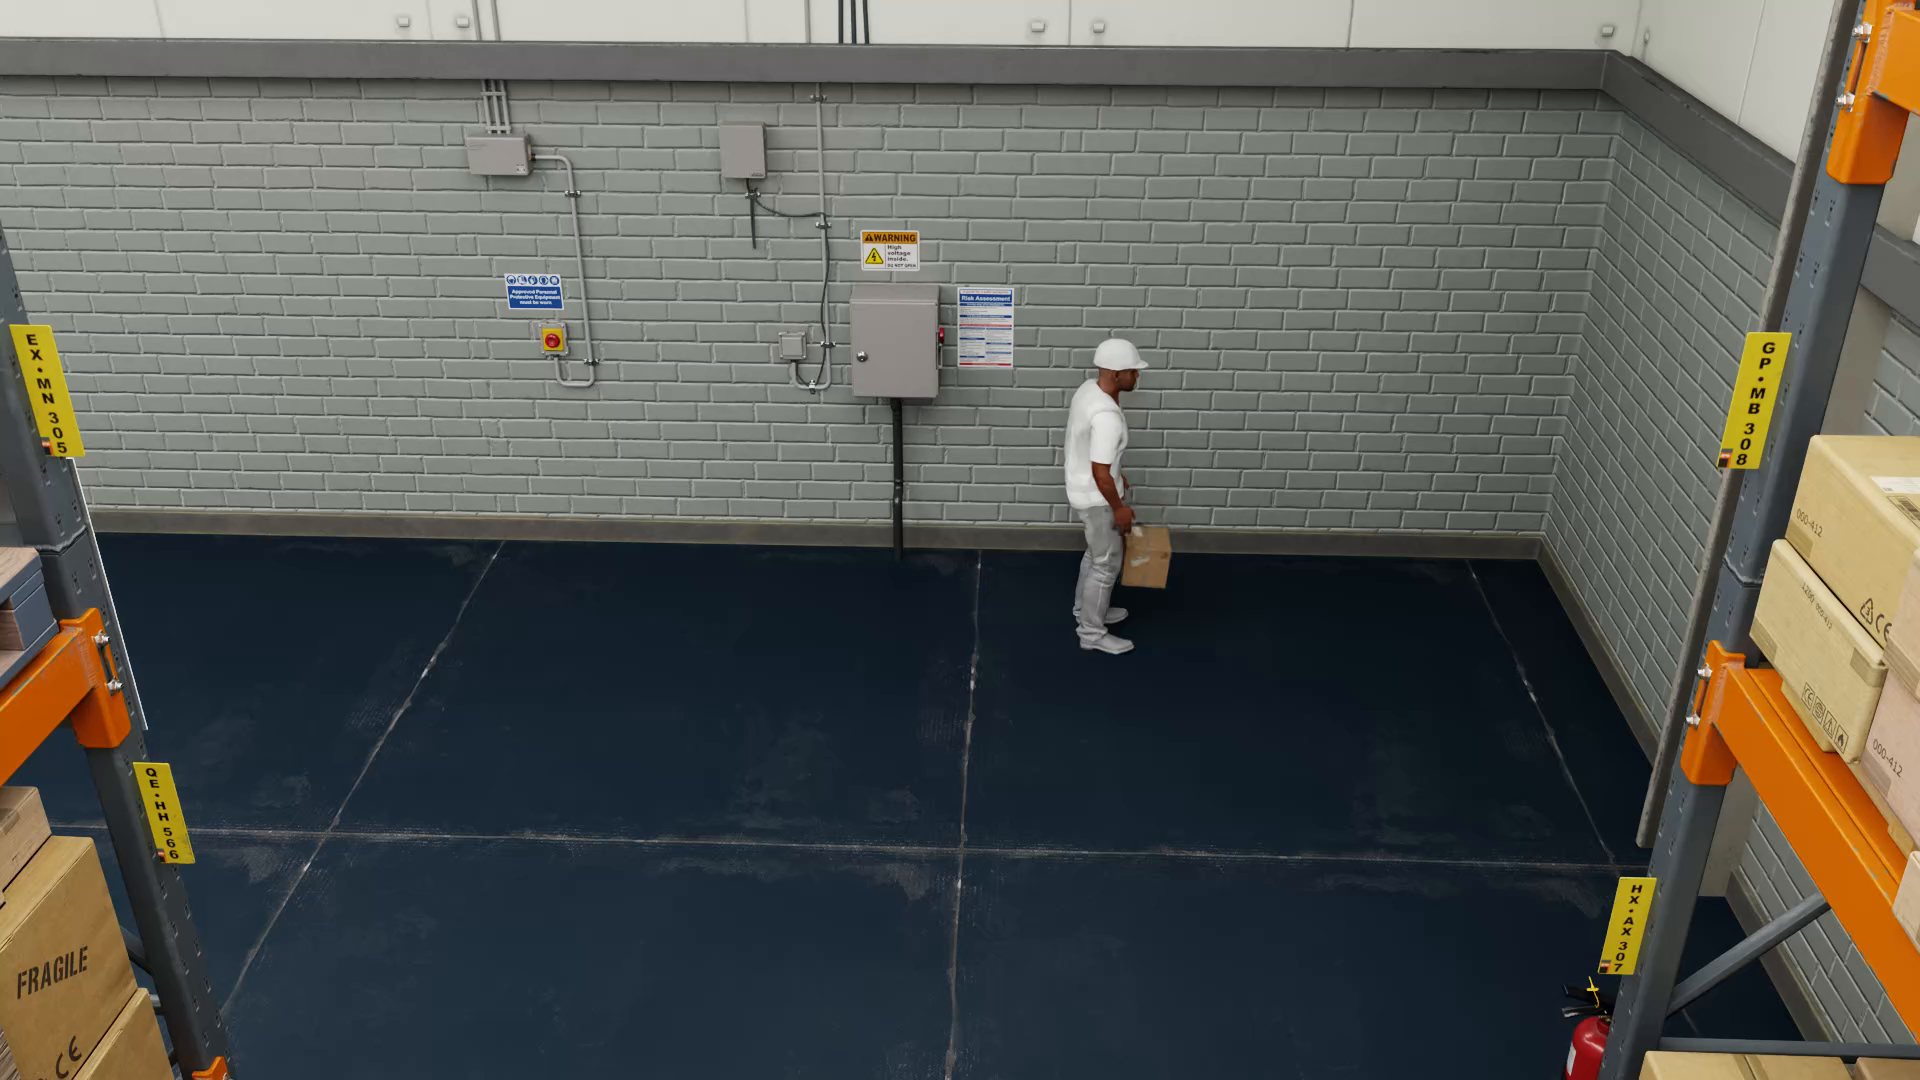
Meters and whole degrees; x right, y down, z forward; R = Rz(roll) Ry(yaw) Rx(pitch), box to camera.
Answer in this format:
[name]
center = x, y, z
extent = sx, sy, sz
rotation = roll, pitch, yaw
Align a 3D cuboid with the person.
[person]
center = 0.778, -0.260, 9.090
extent = 0.430, 1.764, 0.592
rotation = 0, 28, 0
